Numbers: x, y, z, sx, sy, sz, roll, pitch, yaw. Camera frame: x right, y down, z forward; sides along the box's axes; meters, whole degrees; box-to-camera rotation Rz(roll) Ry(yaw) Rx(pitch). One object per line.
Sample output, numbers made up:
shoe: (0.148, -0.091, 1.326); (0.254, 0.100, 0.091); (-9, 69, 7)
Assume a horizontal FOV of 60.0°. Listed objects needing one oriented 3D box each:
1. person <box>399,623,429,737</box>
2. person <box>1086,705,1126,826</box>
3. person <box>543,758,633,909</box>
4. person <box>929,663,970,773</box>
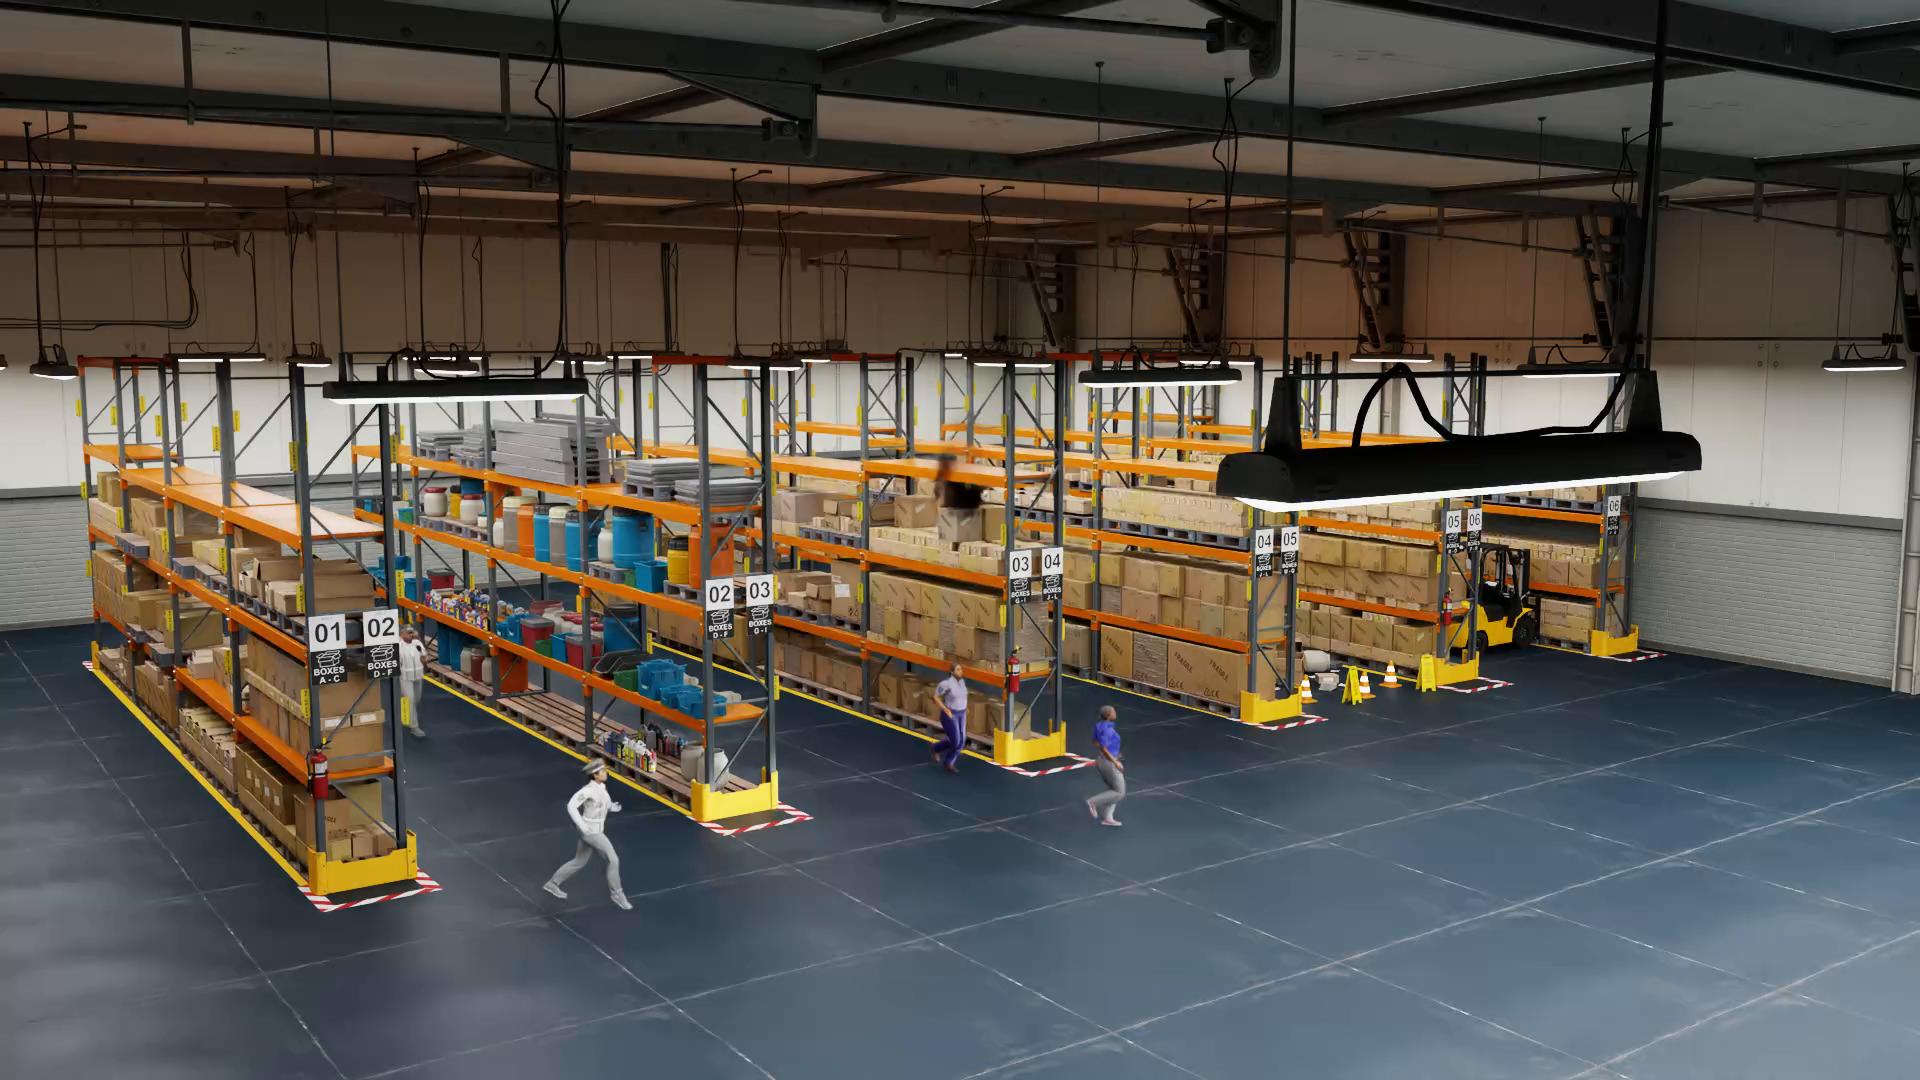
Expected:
person: (-8.818, 2.203, 26.641); (0.989, 1.768, 0.662); (6, 9, 42)
person: (1.885, 2.939, 21.593); (0.564, 1.607, 0.576); (-1, 7, -12)
person: (-4.152, 3.281, 18.484); (0.980, 1.750, 0.563); (-2, 7, -13)
person: (-0.100, 2.596, 24.452); (0.522, 1.612, 0.603); (6, 9, 41)
